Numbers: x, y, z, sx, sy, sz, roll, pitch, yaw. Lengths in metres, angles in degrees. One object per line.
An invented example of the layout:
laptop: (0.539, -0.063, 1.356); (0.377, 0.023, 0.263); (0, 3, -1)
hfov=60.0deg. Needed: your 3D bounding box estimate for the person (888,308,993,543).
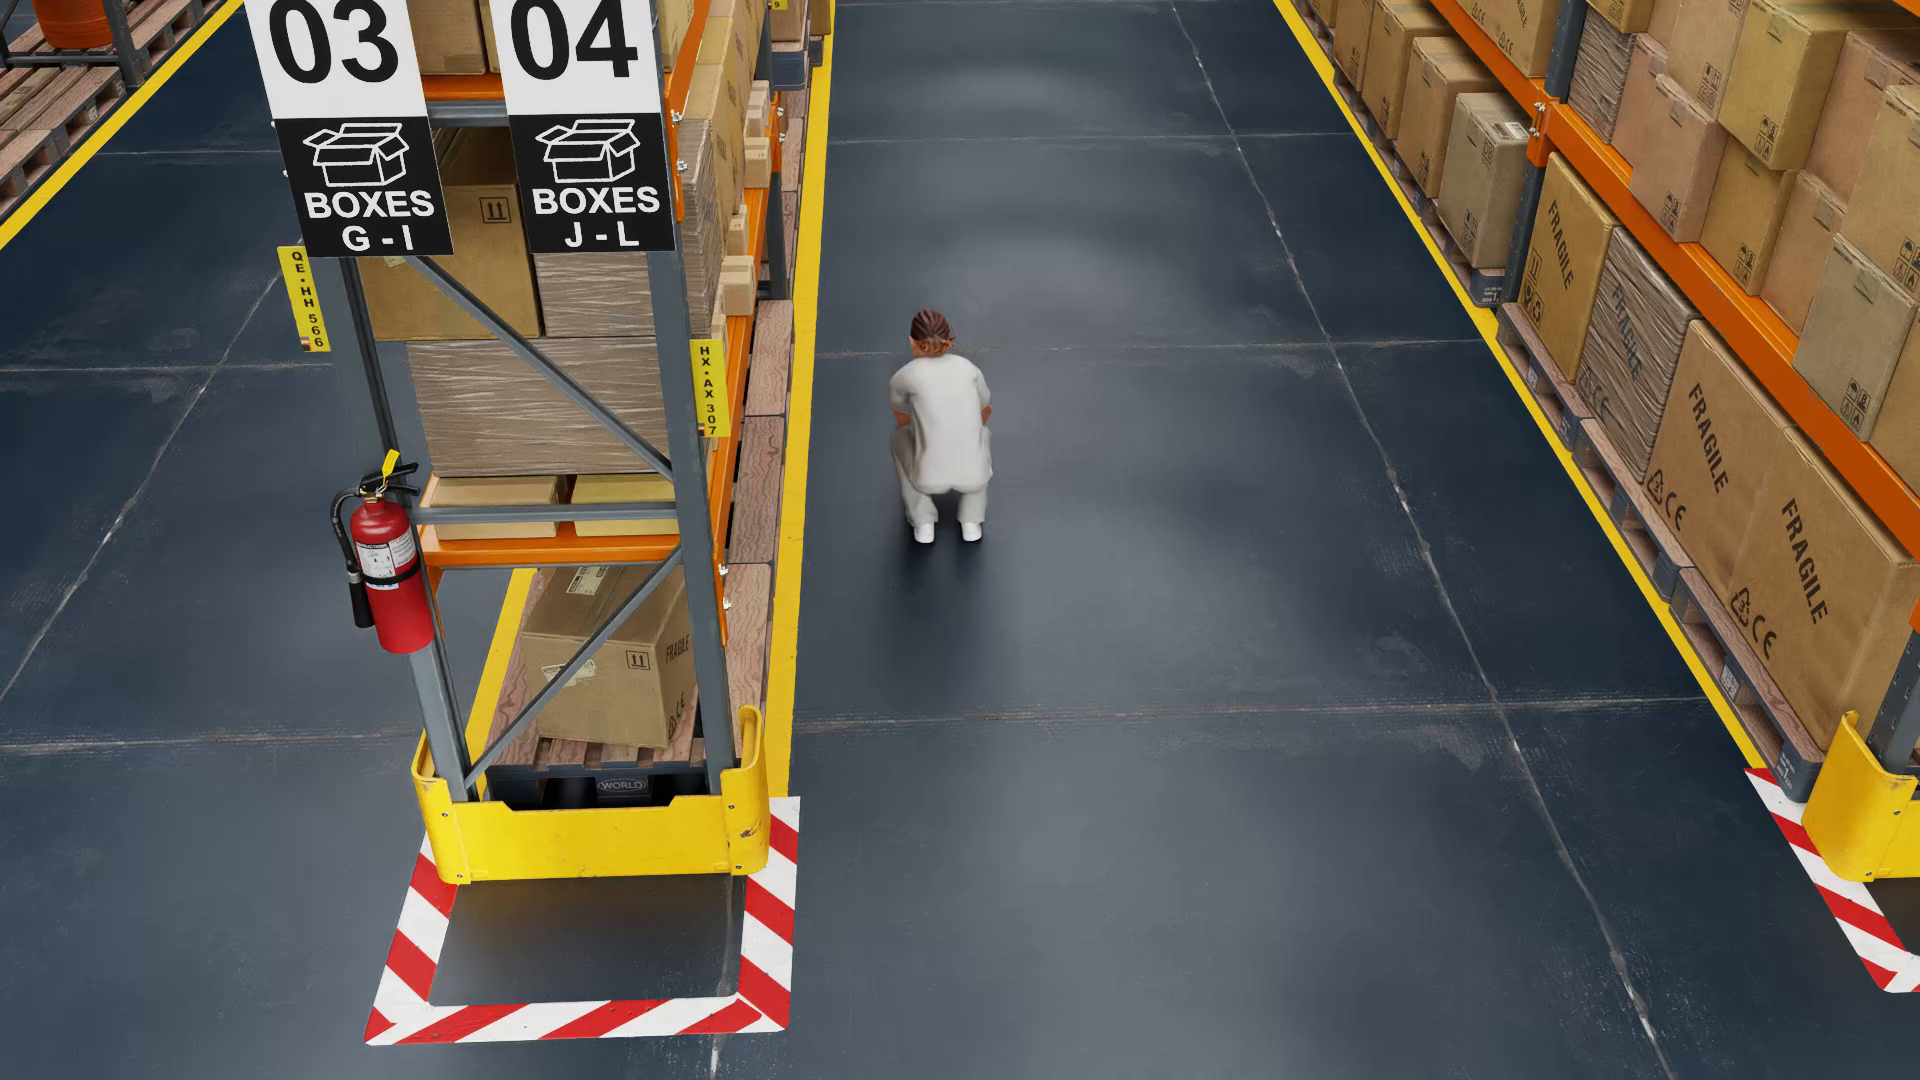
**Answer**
person: (-0.080, -0.526, 7.534); (0.479, 0.935, 0.800); (-2, 35, -3)
